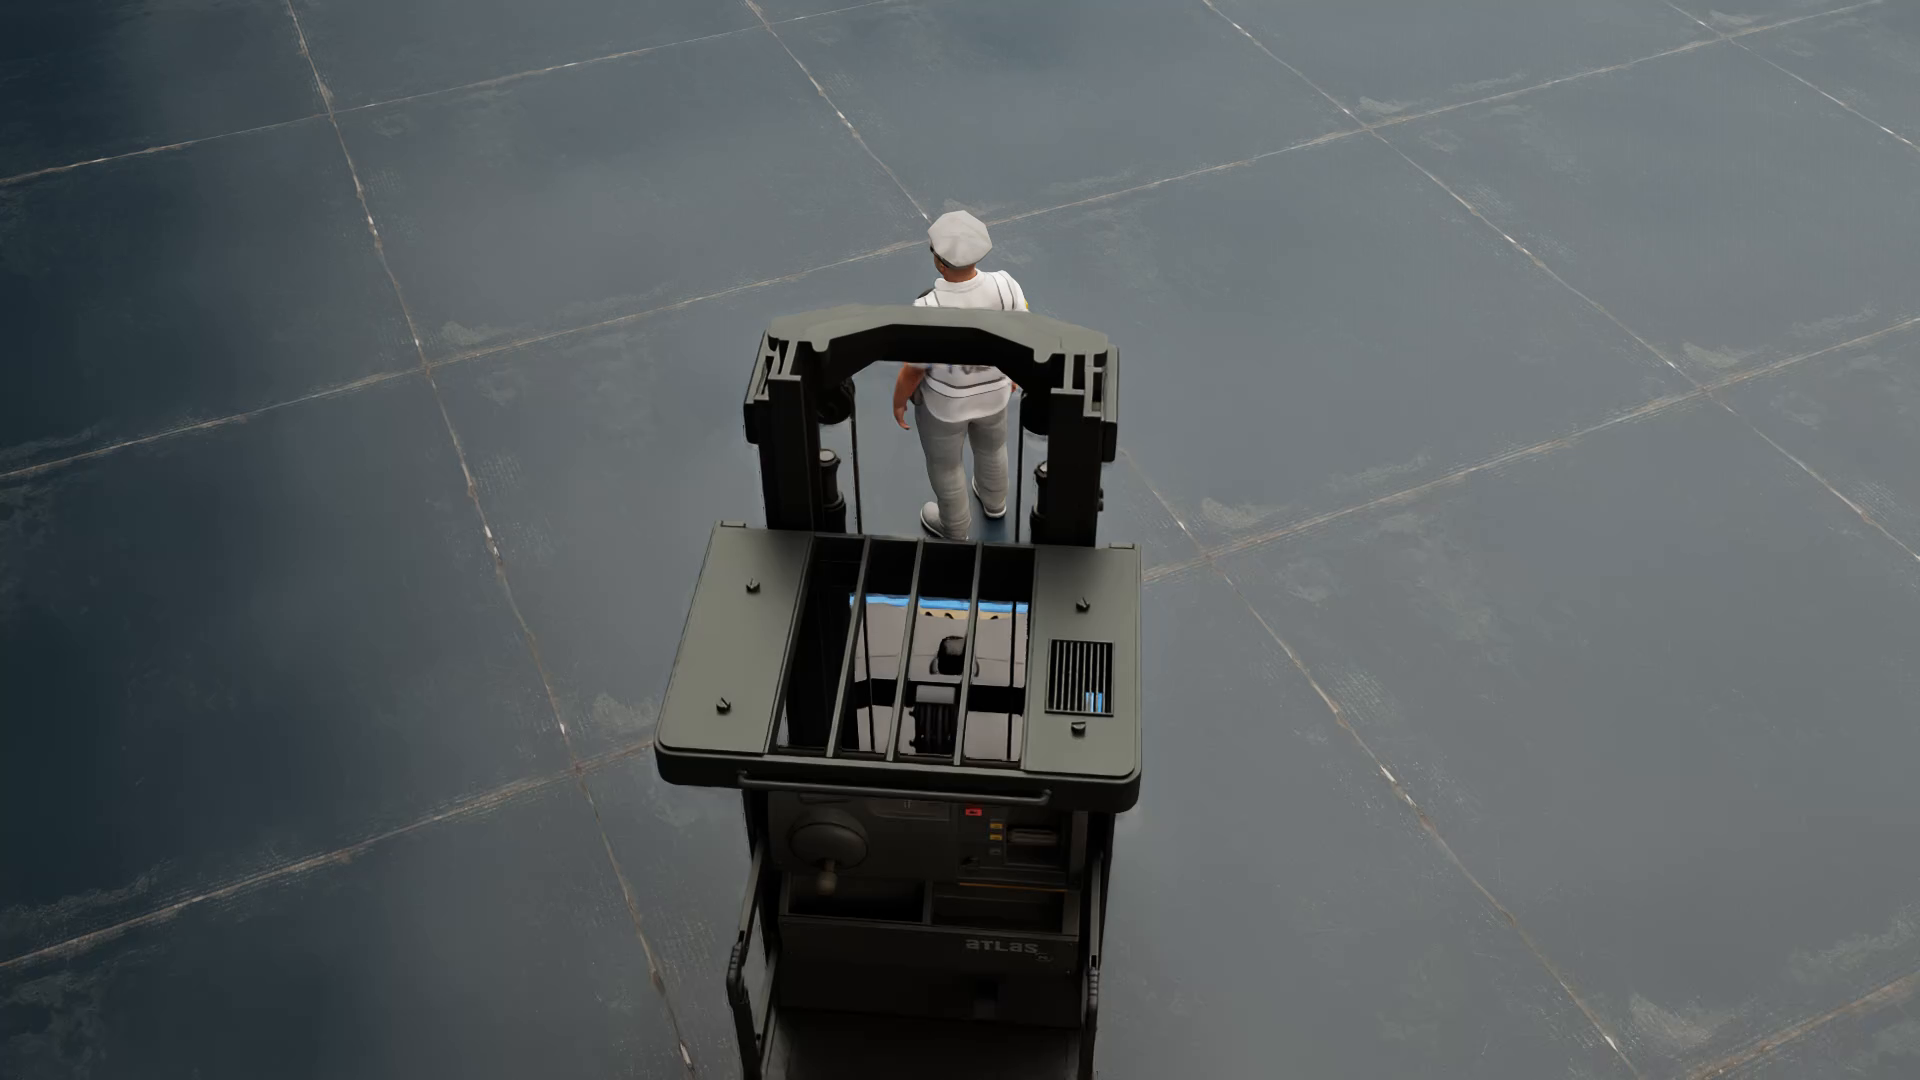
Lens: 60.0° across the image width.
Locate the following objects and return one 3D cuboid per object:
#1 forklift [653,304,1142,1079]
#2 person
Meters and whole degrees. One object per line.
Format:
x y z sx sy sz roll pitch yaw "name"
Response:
-0.110 0.937 4.676 1.130 2.935 3.031 3 43 3 "forklift"
-0.022 -0.708 7.271 0.640 1.780 0.575 -18 46 -18 "person"
